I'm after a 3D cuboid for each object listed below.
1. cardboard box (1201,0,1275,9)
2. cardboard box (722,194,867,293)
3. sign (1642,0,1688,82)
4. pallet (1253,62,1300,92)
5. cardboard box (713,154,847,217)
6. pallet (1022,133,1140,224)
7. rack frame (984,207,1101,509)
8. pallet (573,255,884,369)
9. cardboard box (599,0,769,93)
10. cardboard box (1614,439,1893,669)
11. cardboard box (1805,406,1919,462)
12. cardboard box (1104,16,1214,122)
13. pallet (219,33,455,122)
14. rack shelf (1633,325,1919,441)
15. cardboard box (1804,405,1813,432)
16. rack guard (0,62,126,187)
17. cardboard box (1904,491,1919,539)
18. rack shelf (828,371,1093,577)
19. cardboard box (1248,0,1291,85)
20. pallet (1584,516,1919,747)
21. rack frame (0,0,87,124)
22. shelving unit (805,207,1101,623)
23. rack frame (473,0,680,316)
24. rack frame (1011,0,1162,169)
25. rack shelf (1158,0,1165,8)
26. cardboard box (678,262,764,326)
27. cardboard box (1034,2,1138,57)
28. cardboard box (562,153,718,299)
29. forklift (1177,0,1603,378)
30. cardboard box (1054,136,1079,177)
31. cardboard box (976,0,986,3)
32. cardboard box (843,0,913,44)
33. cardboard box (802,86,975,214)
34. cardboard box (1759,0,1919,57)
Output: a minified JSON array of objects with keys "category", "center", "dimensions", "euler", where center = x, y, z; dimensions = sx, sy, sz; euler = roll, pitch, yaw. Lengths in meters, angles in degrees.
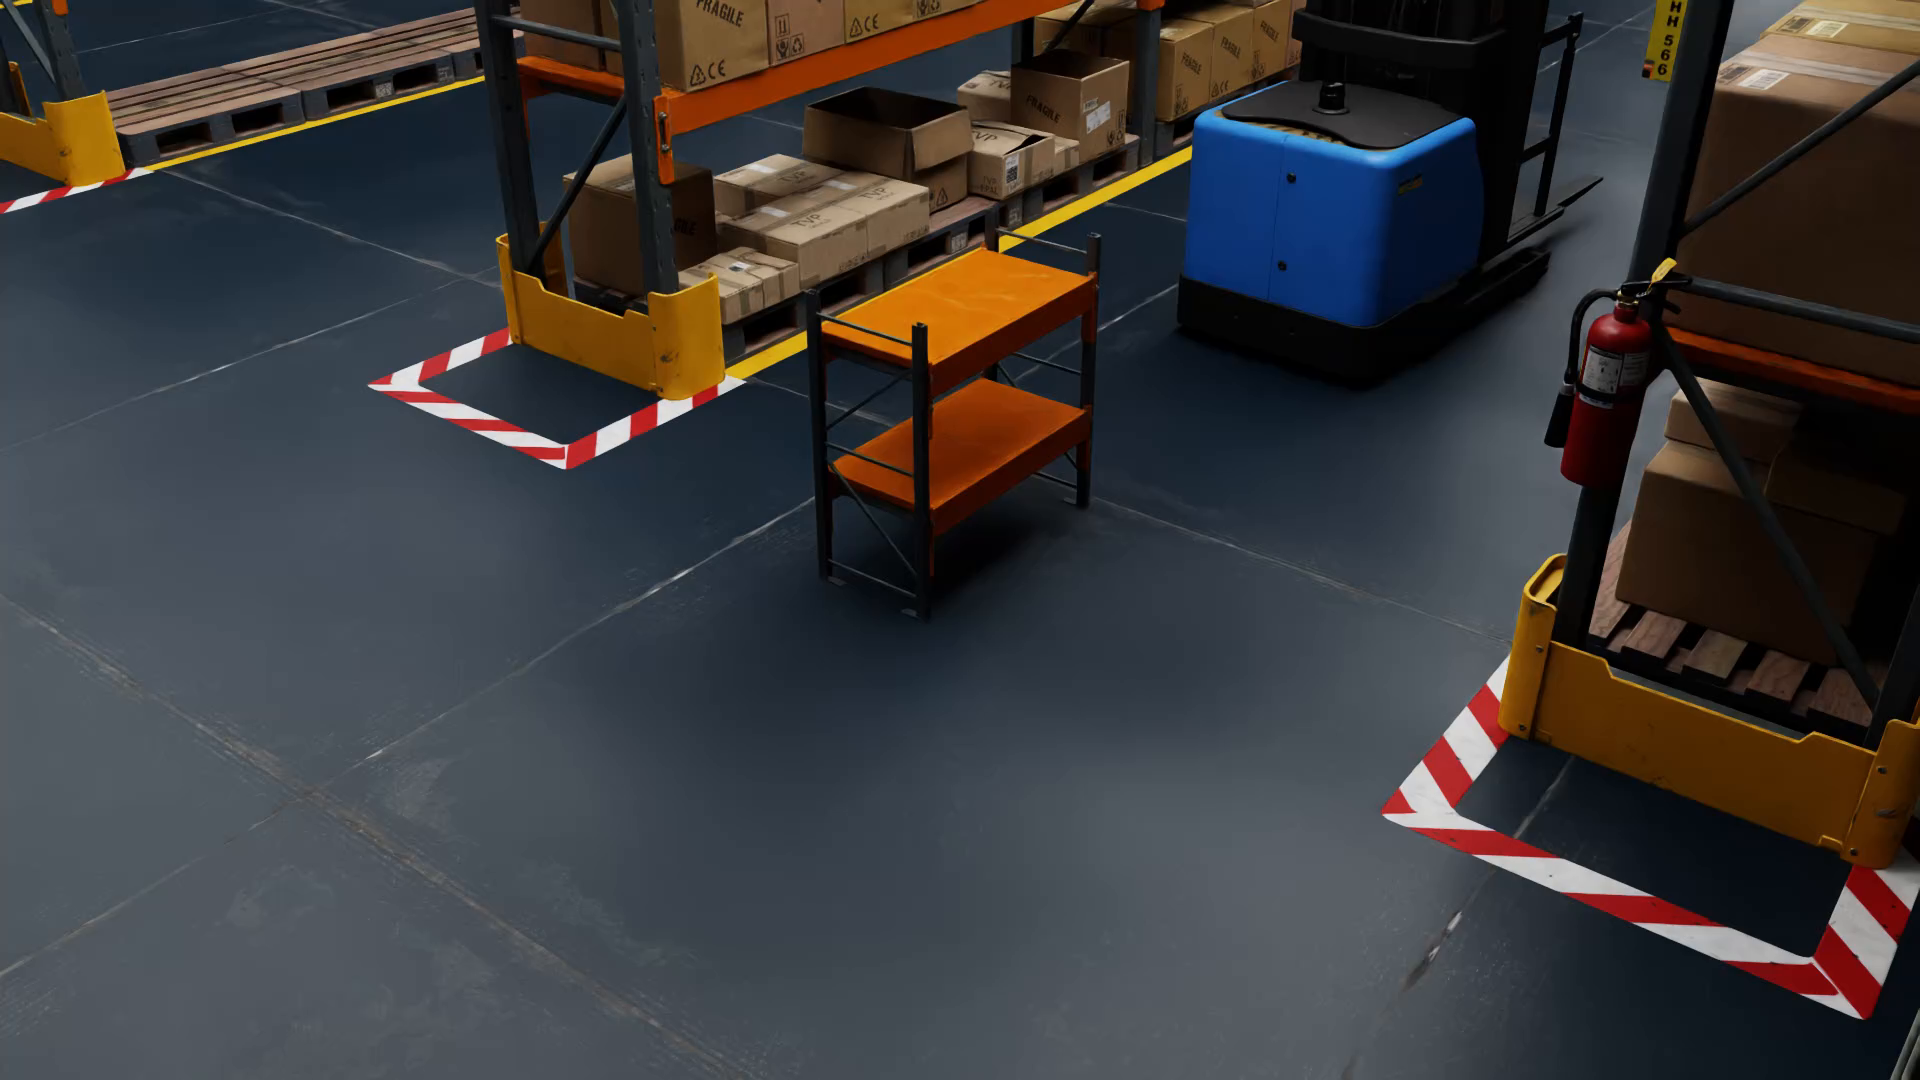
[{"category":"cardboard box","center":[1.843,-3.705,10.949],"dimensions":[0.500,0.250,0.500],"euler":[21,37,31]},{"category":"cardboard box","center":[-0.805,-1.458,8.138],"dimensions":[0.500,0.250,0.500],"euler":[21,37,31]},{"category":"sign","center":[1.866,-1.364,4.346],"dimensions":[0.100,0.325,0.005],"euler":[21,37,31]},{"category":"pallet","center":[1.950,-3.381,11.853],"dimensions":[1.003,0.211,1.213],"euler":[21,37,31]},{"category":"cardboard box","center":[-0.932,-1.795,8.706],"dimensions":[0.500,0.250,0.500],"euler":[21,37,31]},{"category":"pallet","center":[0.338,-2.262,9.964],"dimensions":[1.003,0.211,1.213],"euler":[21,37,31]},{"category":"rack frame","center":[0.303,-0.688,6.412],"dimensions":[0.500,1.125,0.032],"euler":[21,37,31]},{"category":"pallet","center":[-1.135,-1.270,8.291],"dimensions":[1.003,0.211,1.213],"euler":[21,37,31]},{"category":"cardboard box","center":[-1.183,-2.257,7.123],"dimensions":[0.500,0.500,0.500],"euler":[22,37,32]},{"category":"cardboard box","center":[2.633,-0.012,5.473],"dimensions":[0.700,0.500,0.500],"euler":[21,37,31]},{"category":"cardboard box","center":[3.022,-0.385,5.466],"dimensions":[0.380,0.149,0.250],"euler":[21,37,31]},{"category":"cardboard box","center":[1.240,-2.976,10.454],"dimensions":[0.500,0.500,0.500],"euler":[19,36,29]},{"category":"pallet","center":[-4.343,-3.258,11.645],"dimensions":[1.003,0.211,1.213],"euler":[21,37,31]},{"category":"rack shelf","center":[3.498,-1.095,5.966],"dimensions":[1.077,0.370,4.000],"euler":[21,37,31]},{"category":"cardboard box","center":[2.719,-0.504,5.666],"dimensions":[0.380,0.149,0.250],"euler":[22,37,33]},{"category":"rack guard","center":[-5.612,-2.552,10.170],"dimensions":[1.175,0.500,0.348],"euler":[21,37,31]},{"category":"cardboard box","center":[3.238,-0.420,6.162],"dimensions":[0.700,0.500,0.500],"euler":[20,36,30]},{"category":"rack shelf","center":[-0.004,-0.271,6.188],"dimensions":[0.538,0.278,1.000],"euler":[21,37,31]},{"category":"cardboard box","center":[1.860,-3.397,11.165],"dimensions":[0.500,0.500,0.500],"euler":[22,37,32]},{"category":"pallet","center":[2.711,0.259,5.711],"dimensions":[1.003,0.211,1.213],"euler":[21,37,31]},{"category":"rack frame","center":[-5.608,-3.641,9.555],"dimensions":[1.000,3.000,0.127],"euler":[21,37,31]},{"category":"shelving unit","center":[-0.004,-0.481,6.063],"dimensions":[0.538,1.125,1.048],"euler":[21,37,31]},{"category":"rack frame","center":[-1.661,-2.115,6.981],"dimensions":[1.000,3.000,0.127],"euler":[21,37,31]},{"category":"rack frame","center":[0.753,-3.741,9.724],"dimensions":[1.000,3.000,0.127],"euler":[21,37,31]},{"category":"rack shelf","center":[1.961,-4.244,11.279],"dimensions":[1.077,0.370,4.000],"euler":[21,37,31]},{"category":"cardboard box","center":[-1.135,-1.142,7.704],"dimensions":[0.380,0.149,0.250],"euler":[21,37,31]},{"category":"cardboard box","center":[0.823,-3.143,10.736],"dimensions":[0.500,0.500,0.500],"euler":[21,37,31]},{"category":"cardboard box","center":[-1.529,-1.525,8.007],"dimensions":[0.500,0.500,0.500],"euler":[21,37,31]},{"category":"forklift","center":[2.389,-2.660,7.968],"dimensions":[1.130,2.935,3.031],"euler":[24,38,34]},{"category":"cardboard box","center":[0.457,-2.214,9.512],"dimensions":[0.380,0.149,0.250],"euler":[21,37,31]},{"category":"cardboard box","center":[0.038,-3.082,8.515],"dimensions":[0.500,0.500,0.500],"euler":[22,37,32]},{"category":"cardboard box","center":[-0.571,-2.671,7.822],"dimensions":[0.500,0.500,0.500],"euler":[21,37,31]},{"category":"cardboard box","center":[-0.377,-2.091,8.957],"dimensions":[0.797,0.503,0.637],"euler":[21,37,31]},{"category":"cardboard box","center":[3.020,-1.230,5.194],"dimensions":[0.980,0.700,0.700],"euler":[21,36,31]}]
